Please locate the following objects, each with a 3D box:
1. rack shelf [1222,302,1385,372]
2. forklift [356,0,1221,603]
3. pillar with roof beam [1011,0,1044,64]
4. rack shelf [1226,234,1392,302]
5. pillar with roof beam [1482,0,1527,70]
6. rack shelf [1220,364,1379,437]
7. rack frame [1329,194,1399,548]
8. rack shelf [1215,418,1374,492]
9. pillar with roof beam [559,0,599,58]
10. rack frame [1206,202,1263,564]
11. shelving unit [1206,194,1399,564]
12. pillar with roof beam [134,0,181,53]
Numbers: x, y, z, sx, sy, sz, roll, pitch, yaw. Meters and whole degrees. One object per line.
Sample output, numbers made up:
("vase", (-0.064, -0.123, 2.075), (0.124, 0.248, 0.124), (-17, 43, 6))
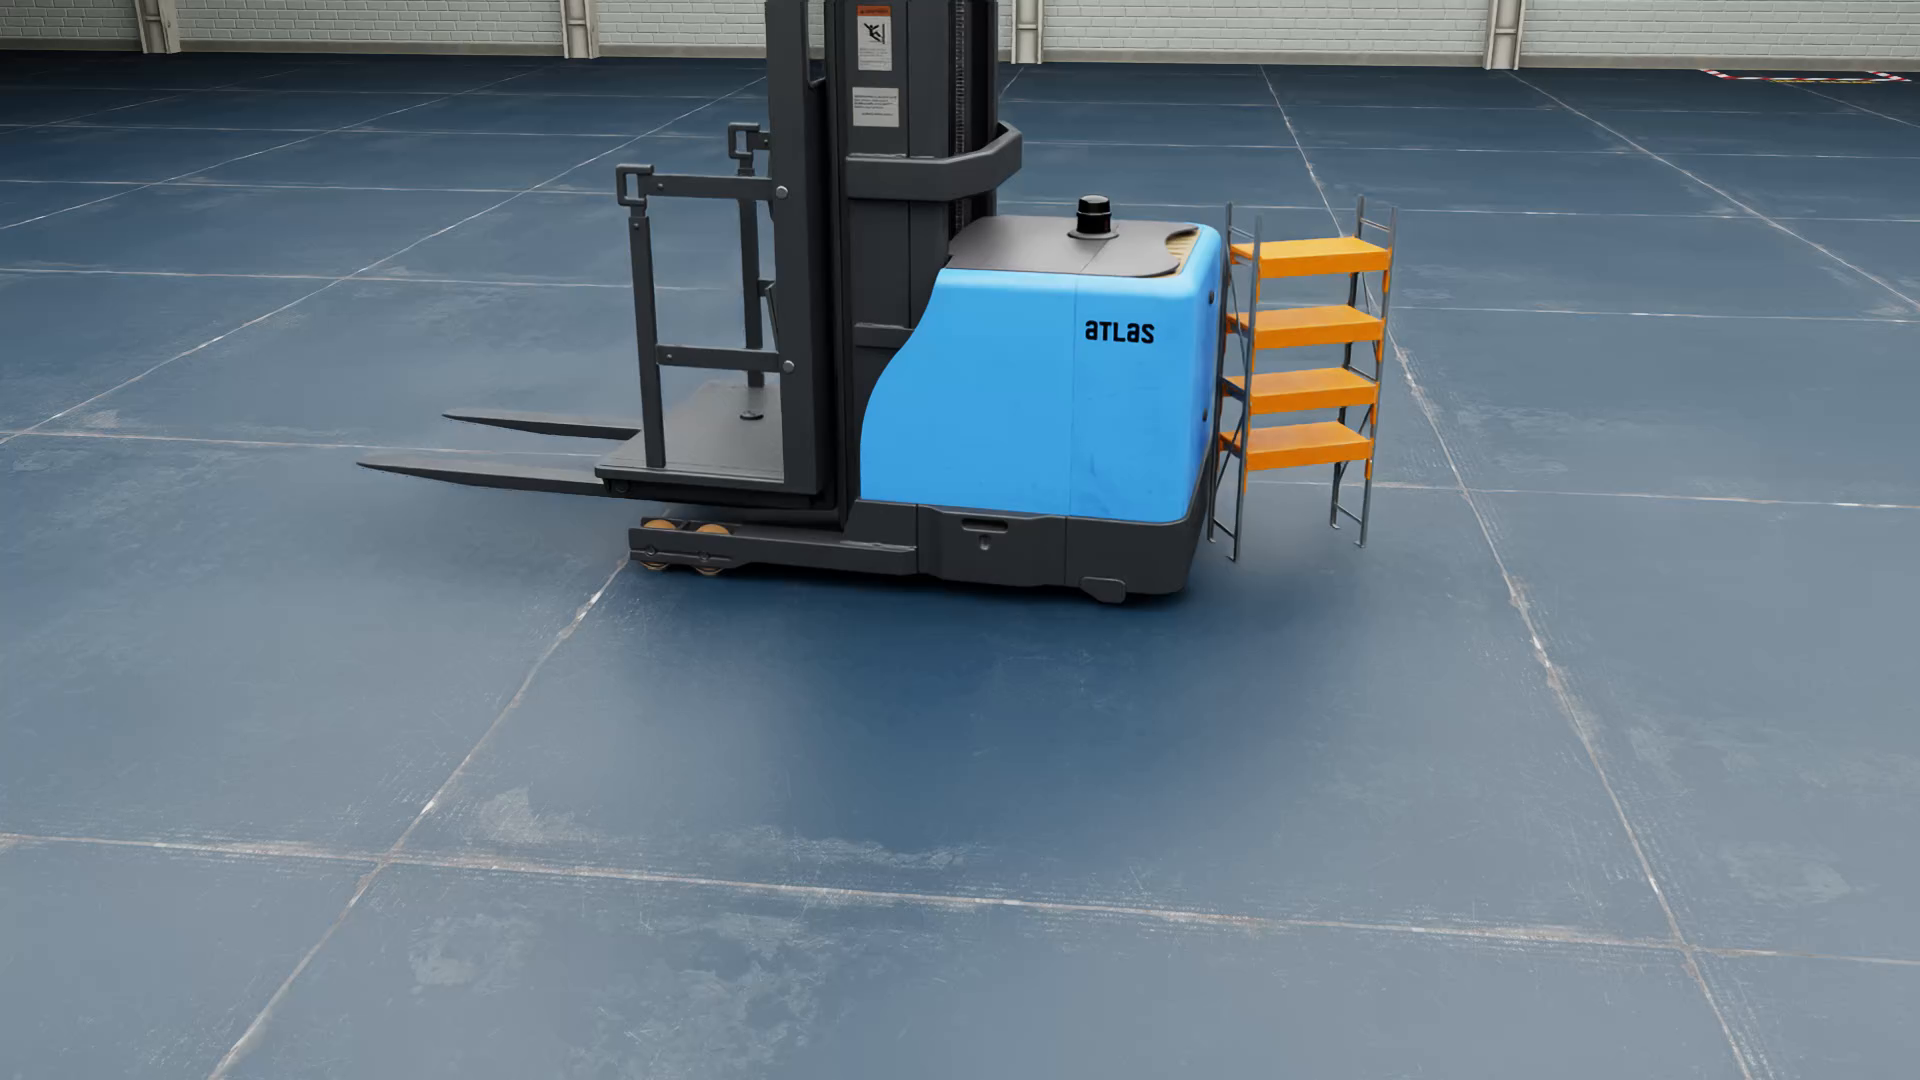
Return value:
("rack shelf", (1.157, -0.691, 5.630), (0.480, 0.148, 0.258), (-6, 22, -15))
("forklift", (-0.648, -1.429, 5.567), (3.031, 2.935, 1.130), (5, 22, 12))
("pillar with roof beam", (0.371, -8.848, 16.081), (0.400, 9.000, 9.100), (2, 22, 6))
("rack shelf", (1.157, -0.911, 5.543), (0.480, 0.148, 0.258), (-6, 22, -15))
("pillar with roof beam", (6.329, -8.589, 15.424), (0.400, 9.000, 9.100), (2, 22, 6))
("rack shelf", (1.157, -0.483, 5.713), (0.480, 0.148, 0.258), (-6, 22, -15))
("rack frame", (1.391, -0.571, 5.753), (0.015, 1.200, 0.240), (-6, 22, -15))
("rack shelf", (1.157, -0.298, 5.786), (0.480, 0.148, 0.258), (-6, 22, -15))
("pillar with roof beam", (-5.588, -9.108, 16.738), (0.400, 9.000, 9.100), (2, 22, 6))
("rack frame", (0.923, -0.520, 5.623), (0.015, 1.200, 0.240), (-6, 22, -15))
("shelving unit", (1.157, -0.546, 5.688), (0.503, 1.200, 0.258), (-6, 22, -15))
("pillar with roof beam", (-11.546, -9.367, 17.394), (0.400, 9.000, 9.100), (2, 22, 6))
